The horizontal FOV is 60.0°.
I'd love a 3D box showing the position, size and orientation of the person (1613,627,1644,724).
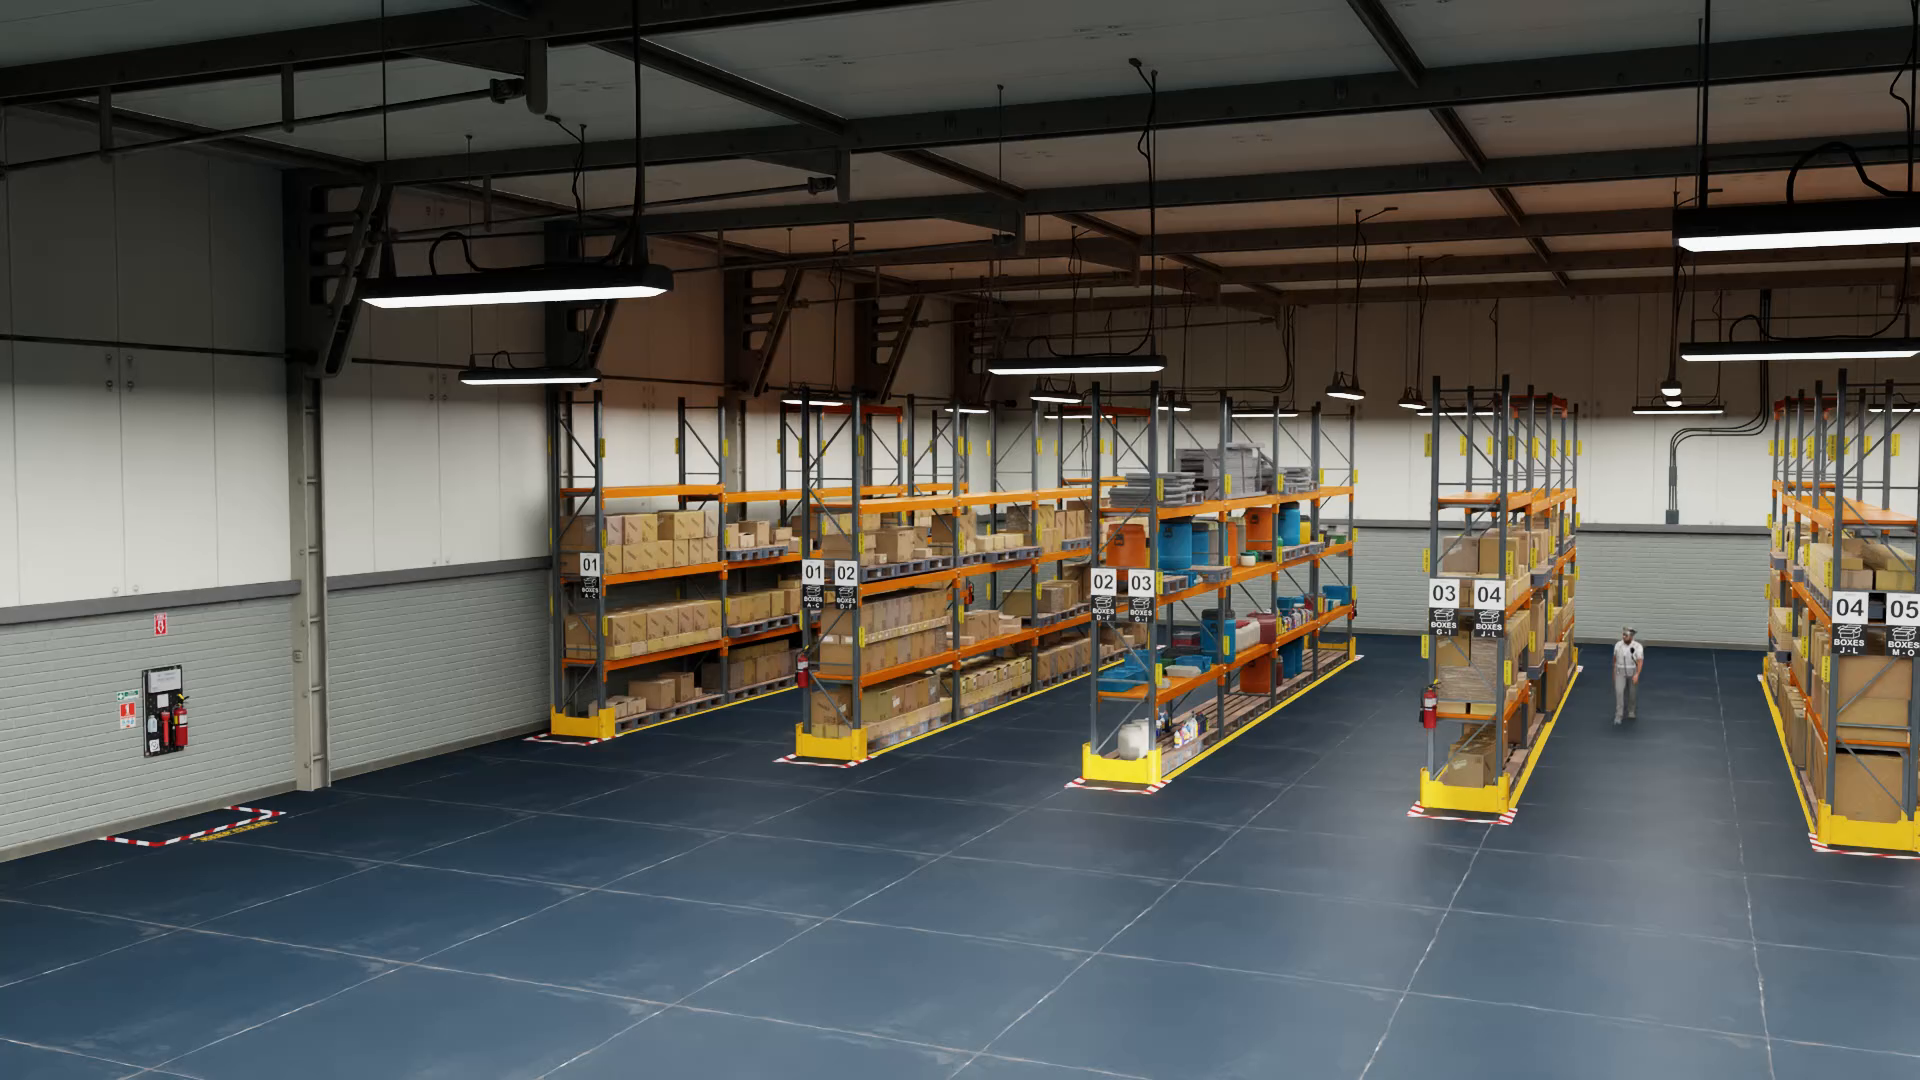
[{"bbox_3d":[12.211,2.448,30.401,0.518,1.729,1.015,1,3,23],"label":"person"}]
